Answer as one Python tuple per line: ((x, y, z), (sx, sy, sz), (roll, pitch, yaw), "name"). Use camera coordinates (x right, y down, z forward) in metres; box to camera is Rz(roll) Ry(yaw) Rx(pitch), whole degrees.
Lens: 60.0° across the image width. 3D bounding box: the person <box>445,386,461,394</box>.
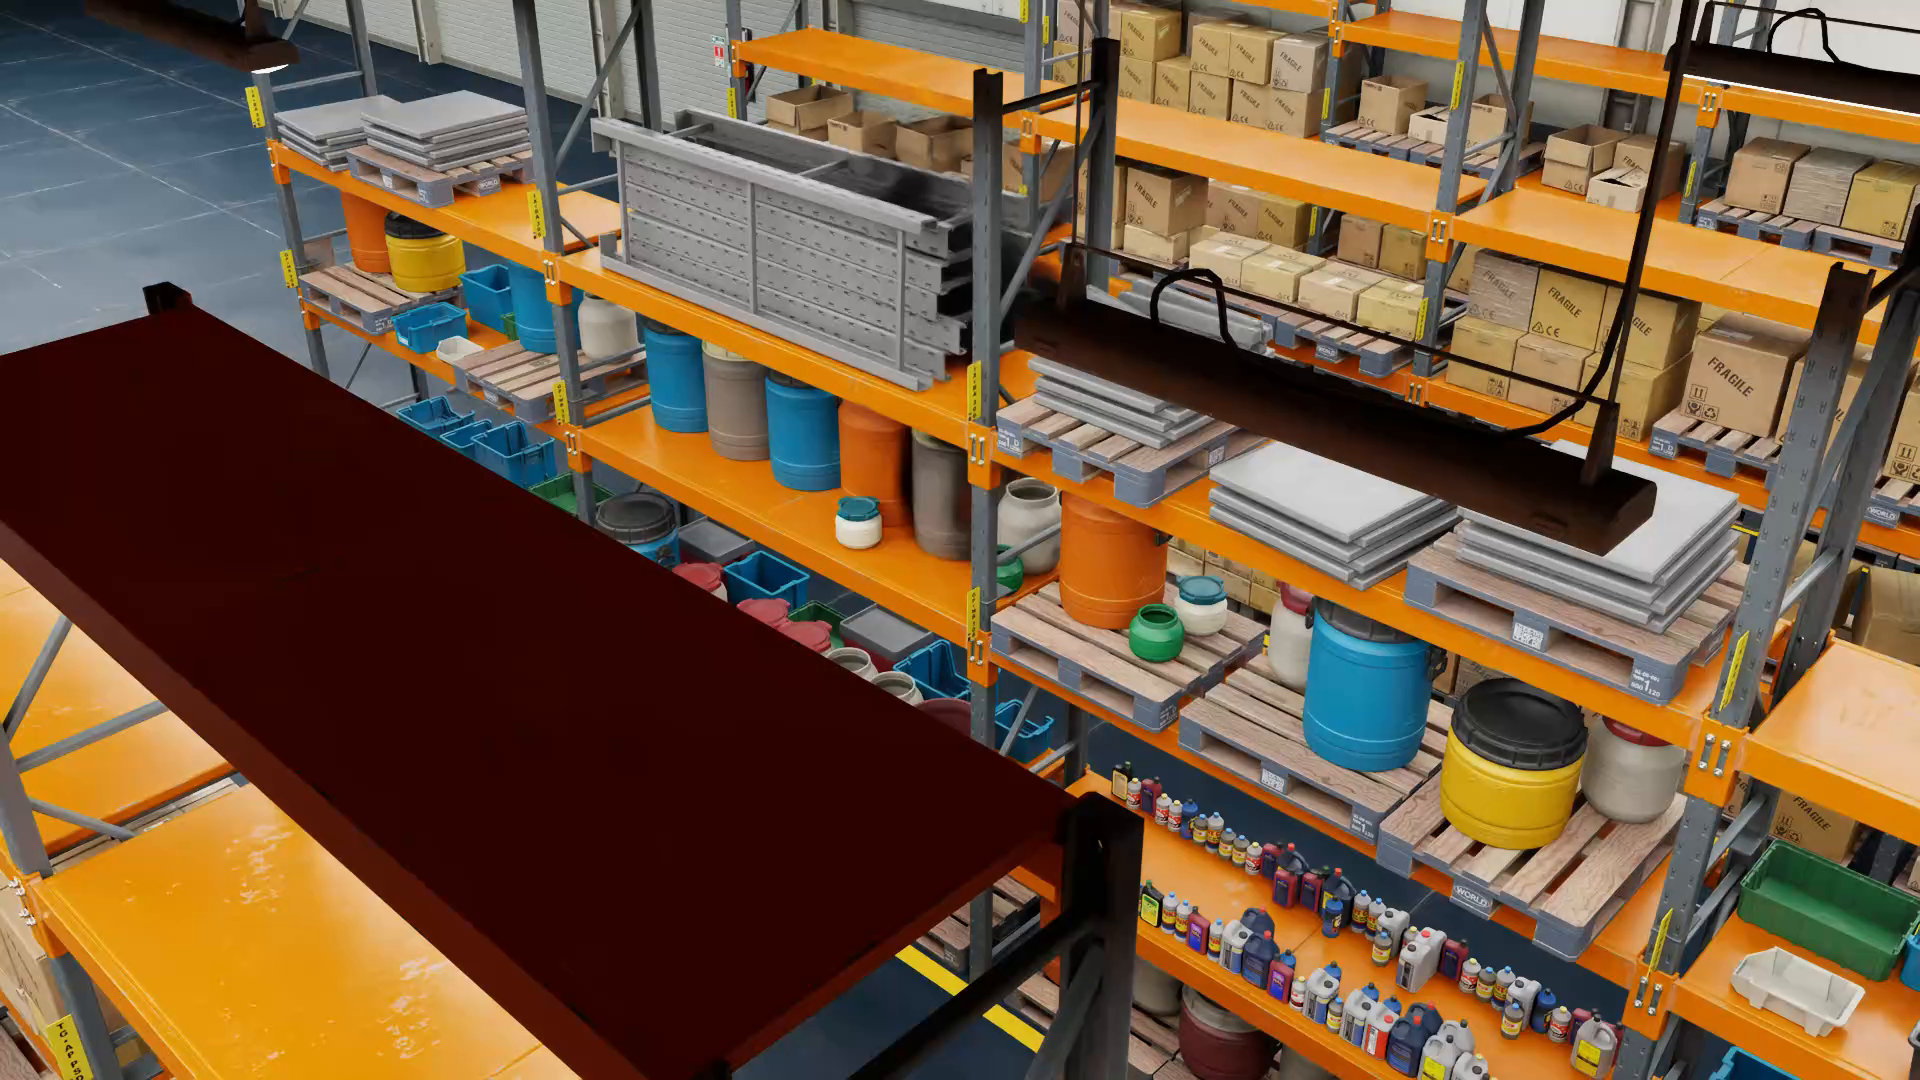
((-5.696, -2.422, 18.928), (0.566, 1.625, 0.602), (-6, 30, -10), "person")
